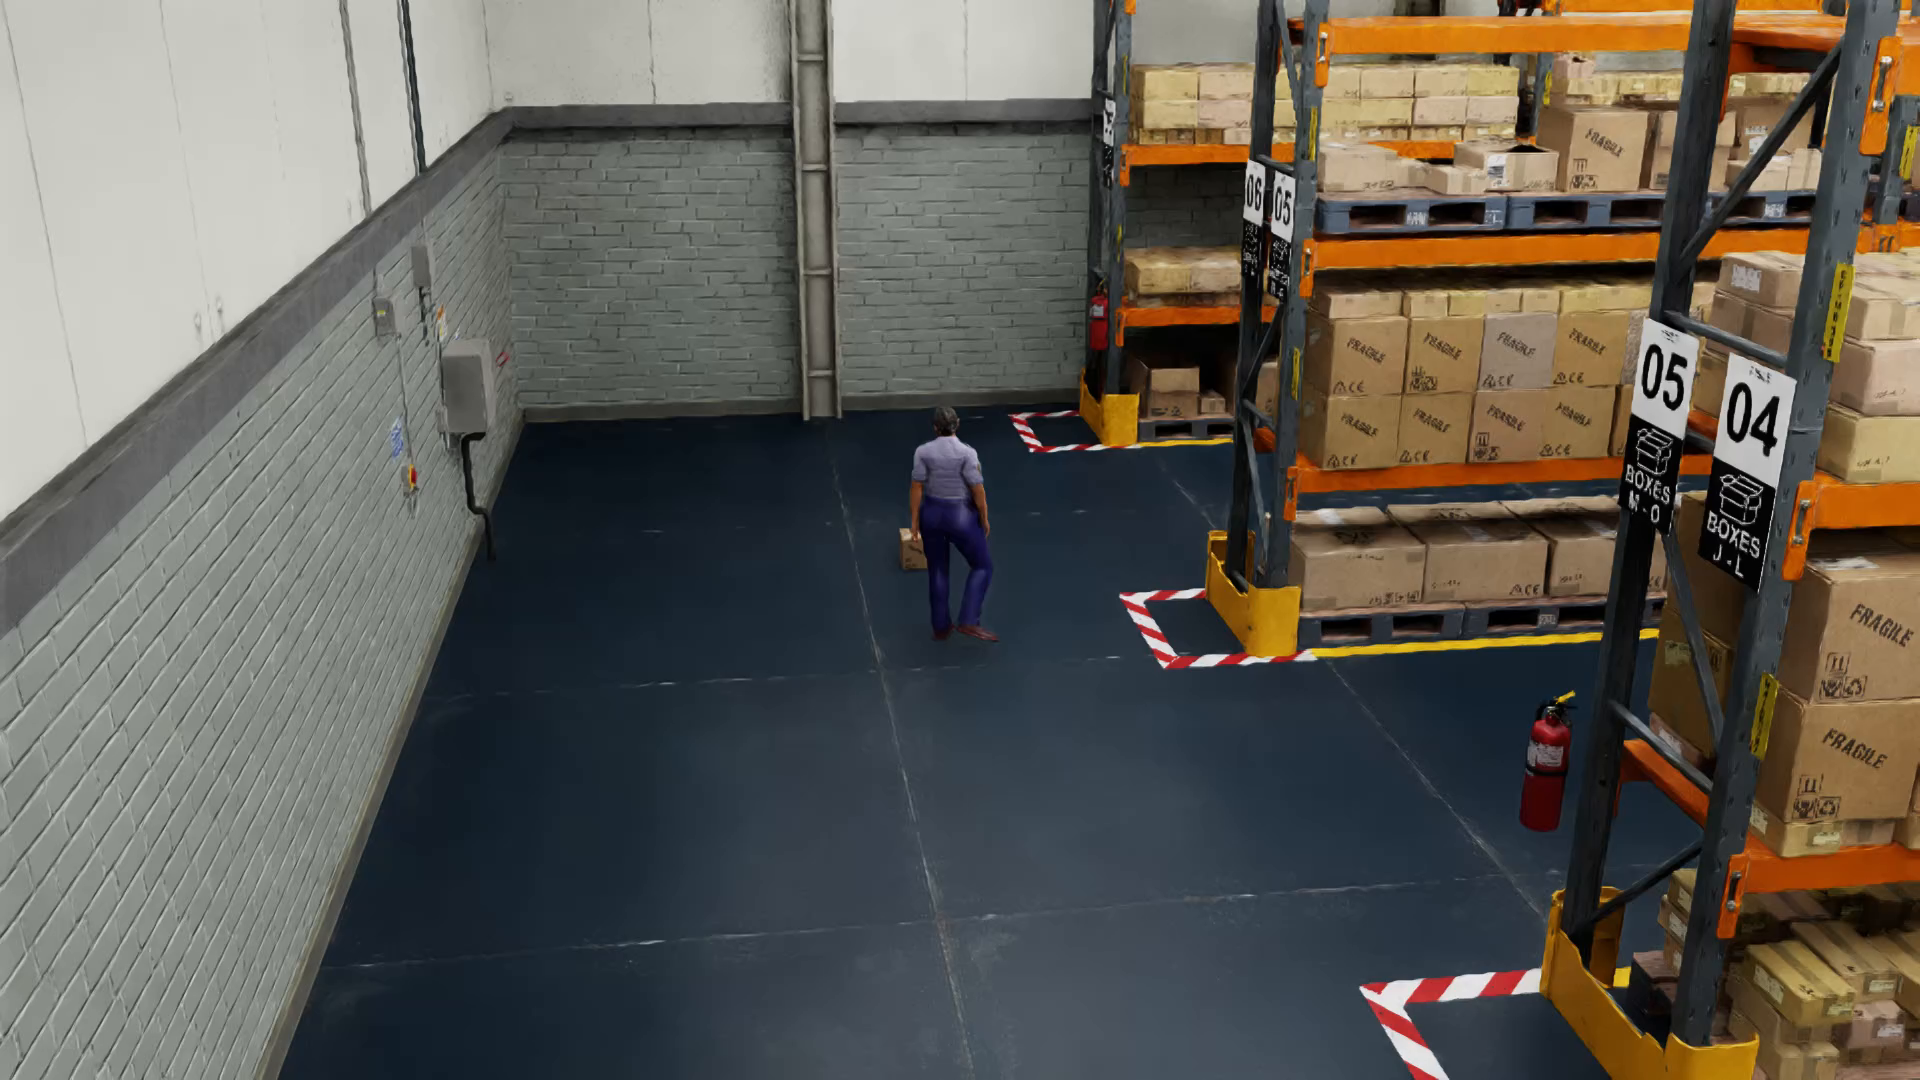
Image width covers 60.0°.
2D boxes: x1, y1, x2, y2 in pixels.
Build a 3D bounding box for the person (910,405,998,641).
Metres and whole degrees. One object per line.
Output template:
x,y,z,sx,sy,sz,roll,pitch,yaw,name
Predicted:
-0.019,-0.103,11.331,0.667,1.642,0.457,7,21,17,person
